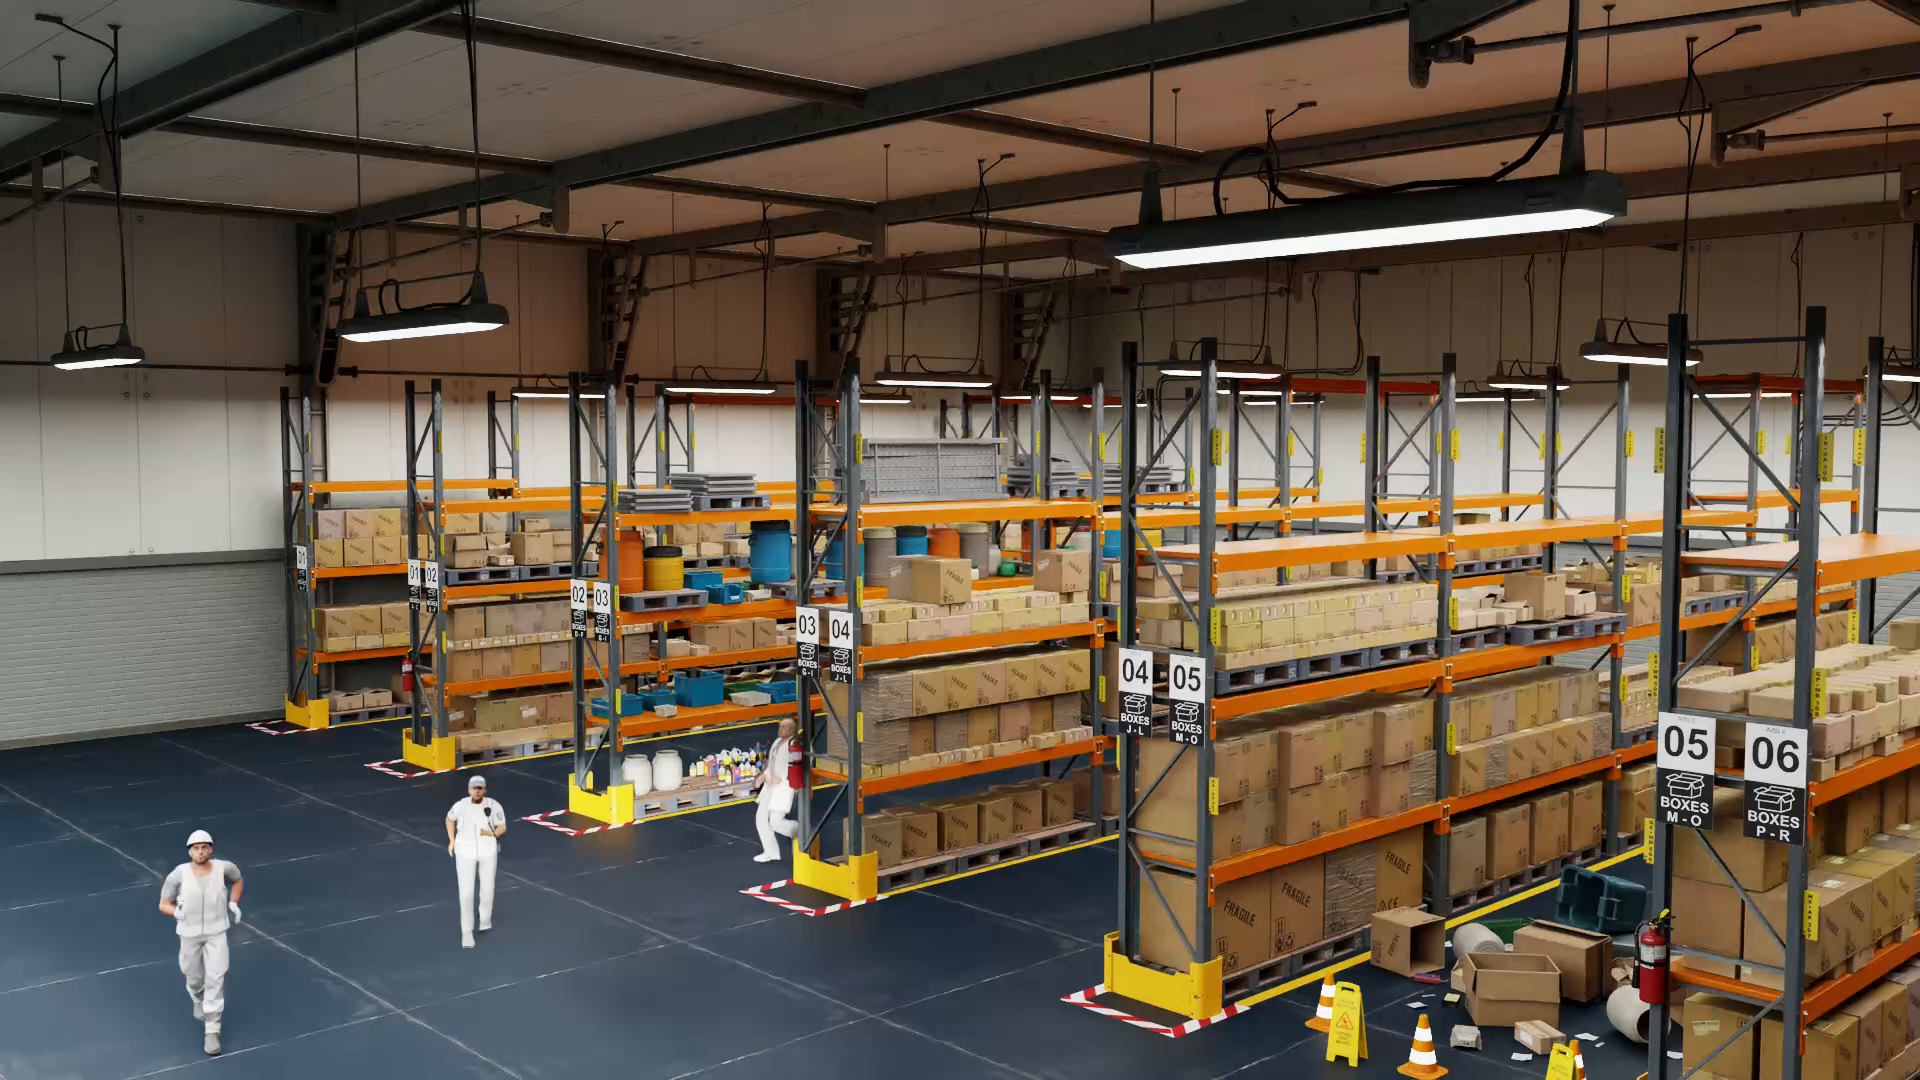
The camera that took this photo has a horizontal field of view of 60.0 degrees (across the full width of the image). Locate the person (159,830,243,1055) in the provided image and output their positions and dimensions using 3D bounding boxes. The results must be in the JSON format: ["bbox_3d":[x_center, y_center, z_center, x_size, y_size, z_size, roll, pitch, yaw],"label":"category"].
[{"bbox_3d":[-6.421,3.346,14.106,0.656,1.786,0.987,-2,4,-25],"label":"person"}]

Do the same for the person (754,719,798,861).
[{"bbox_3d":[-2.187,3.017,20.136,0.725,1.709,0.726,-3,5,-42],"label":"person"}]

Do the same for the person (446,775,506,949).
[{"bbox_3d":[-4.925,3.256,16.967,0.576,1.731,0.734,-1,4,-20],"label":"person"}]
